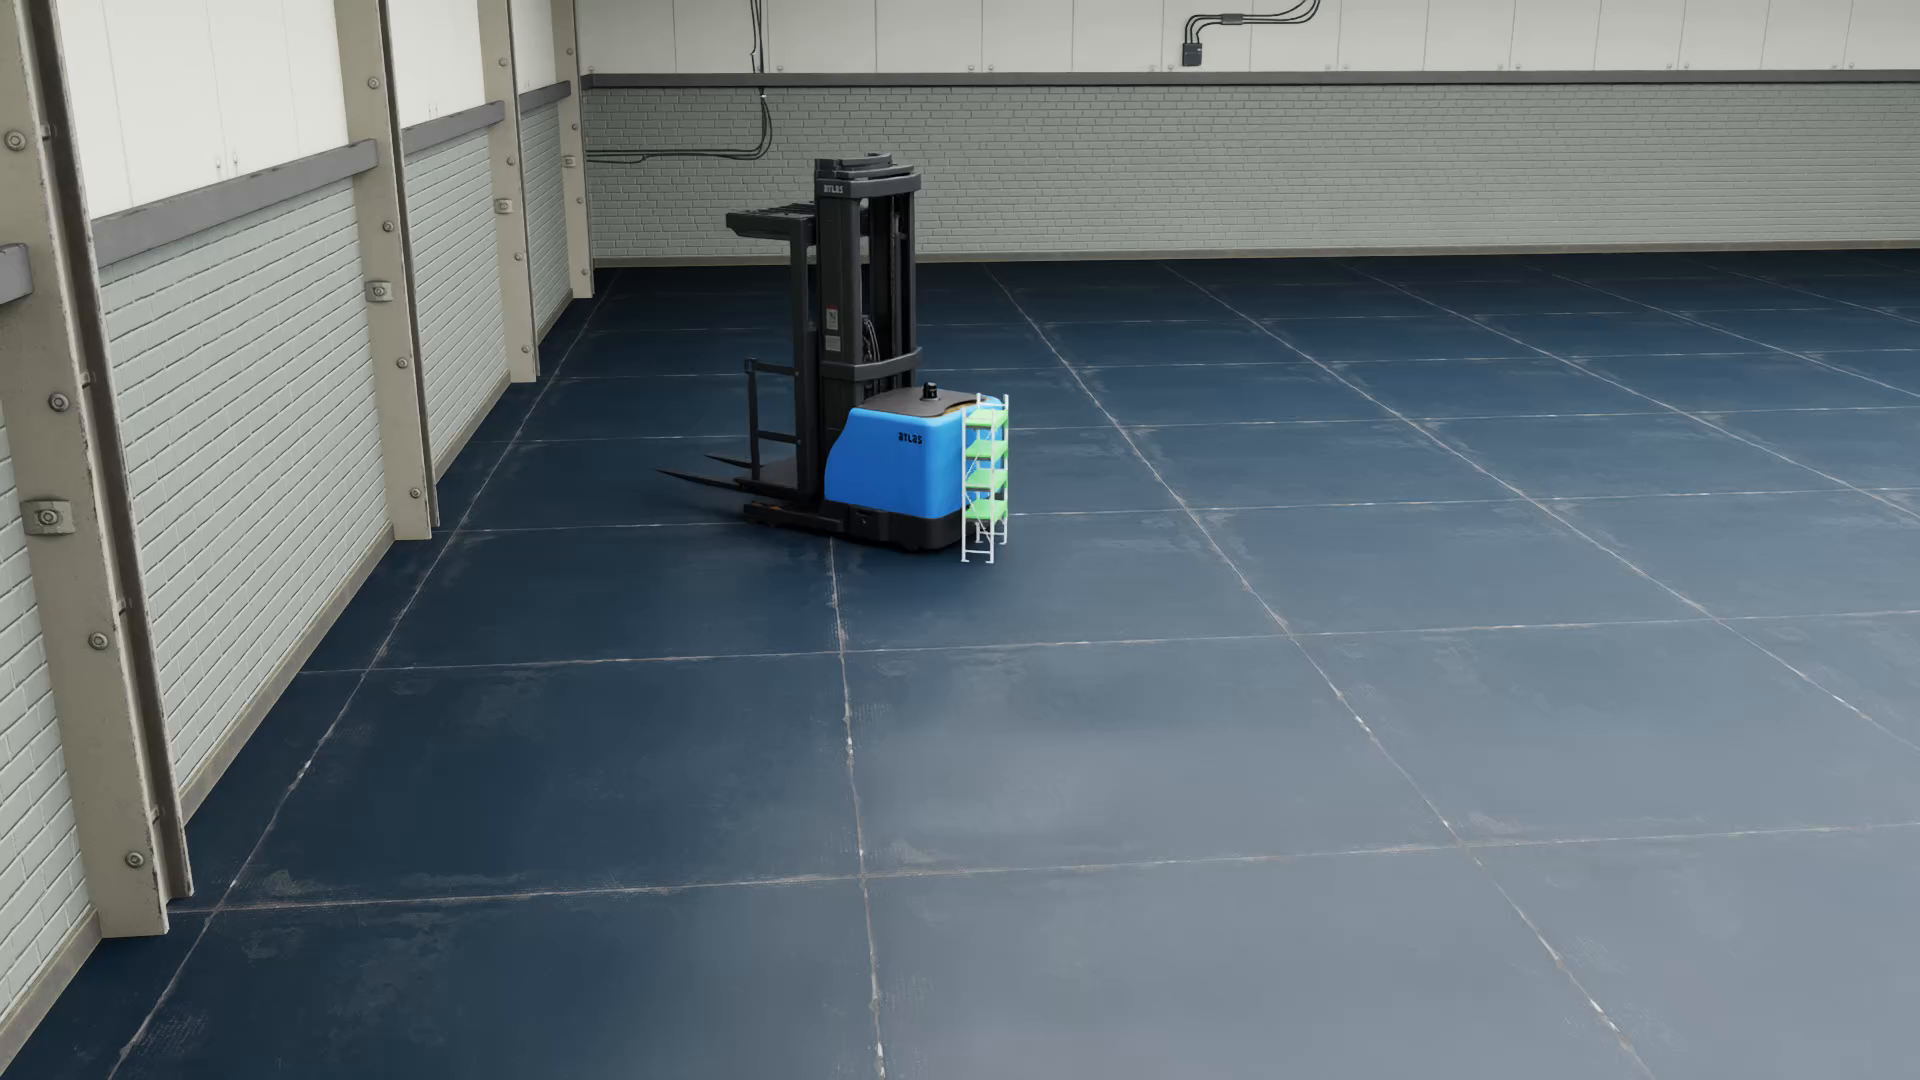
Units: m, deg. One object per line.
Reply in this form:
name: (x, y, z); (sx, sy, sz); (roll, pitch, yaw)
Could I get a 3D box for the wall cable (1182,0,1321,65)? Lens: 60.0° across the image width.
wall cable: (4.839, -10.760, 26.748); (2.305, 6.003, 0.169); (-2, 18, -6)

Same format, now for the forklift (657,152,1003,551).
forklift: (-1.169, -1.628, 13.468); (3.031, 2.935, 1.130); (11, 21, 31)

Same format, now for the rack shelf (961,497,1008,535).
rack shelf: (0.193, -0.185, 12.777); (0.258, 0.148, 0.480); (4, 18, 13)

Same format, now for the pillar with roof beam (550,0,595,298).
pillar with roof beam: (-1.335, -8.063, 23.836); (9.100, 9.000, 0.400); (-2, 18, -6)

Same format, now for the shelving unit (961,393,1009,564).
shelving unit: (0.193, -0.475, 12.686); (0.258, 1.200, 0.503); (4, 18, 13)

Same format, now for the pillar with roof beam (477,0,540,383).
pillar with roof beam: (-0.716, -6.275, 18.142); (9.100, 9.000, 0.400); (-2, 18, -6)

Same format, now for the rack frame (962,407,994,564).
rack frame: (0.135, -0.404, 12.460); (0.240, 1.200, 0.015); (4, 18, 13)

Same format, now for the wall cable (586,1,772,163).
wall cable: (-4.606, -7.367, 26.803); (3.097, 2.526, 0.112); (-2, 18, -6)

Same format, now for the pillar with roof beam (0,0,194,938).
pillar with roof beam: (0.521, -2.700, 6.754); (9.100, 9.000, 0.400); (-2, 18, -6)

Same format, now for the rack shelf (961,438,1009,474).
rack shelf: (0.193, -0.643, 12.633); (0.258, 0.148, 0.480); (4, 18, 13)

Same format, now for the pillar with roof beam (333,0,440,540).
pillar with roof beam: (-0.098, -4.488, 12.448); (9.100, 9.000, 0.400); (-2, 18, -6)

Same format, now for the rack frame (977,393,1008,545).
rack frame: (0.250, -0.546, 12.912); (0.240, 1.200, 0.015); (4, 18, 13)

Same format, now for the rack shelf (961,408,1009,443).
rack shelf: (0.193, -0.872, 12.561); (0.258, 0.148, 0.480); (4, 18, 13)

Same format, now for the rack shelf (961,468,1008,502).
rack shelf: (0.193, -0.414, 12.705); (0.258, 0.148, 0.480); (4, 18, 13)
